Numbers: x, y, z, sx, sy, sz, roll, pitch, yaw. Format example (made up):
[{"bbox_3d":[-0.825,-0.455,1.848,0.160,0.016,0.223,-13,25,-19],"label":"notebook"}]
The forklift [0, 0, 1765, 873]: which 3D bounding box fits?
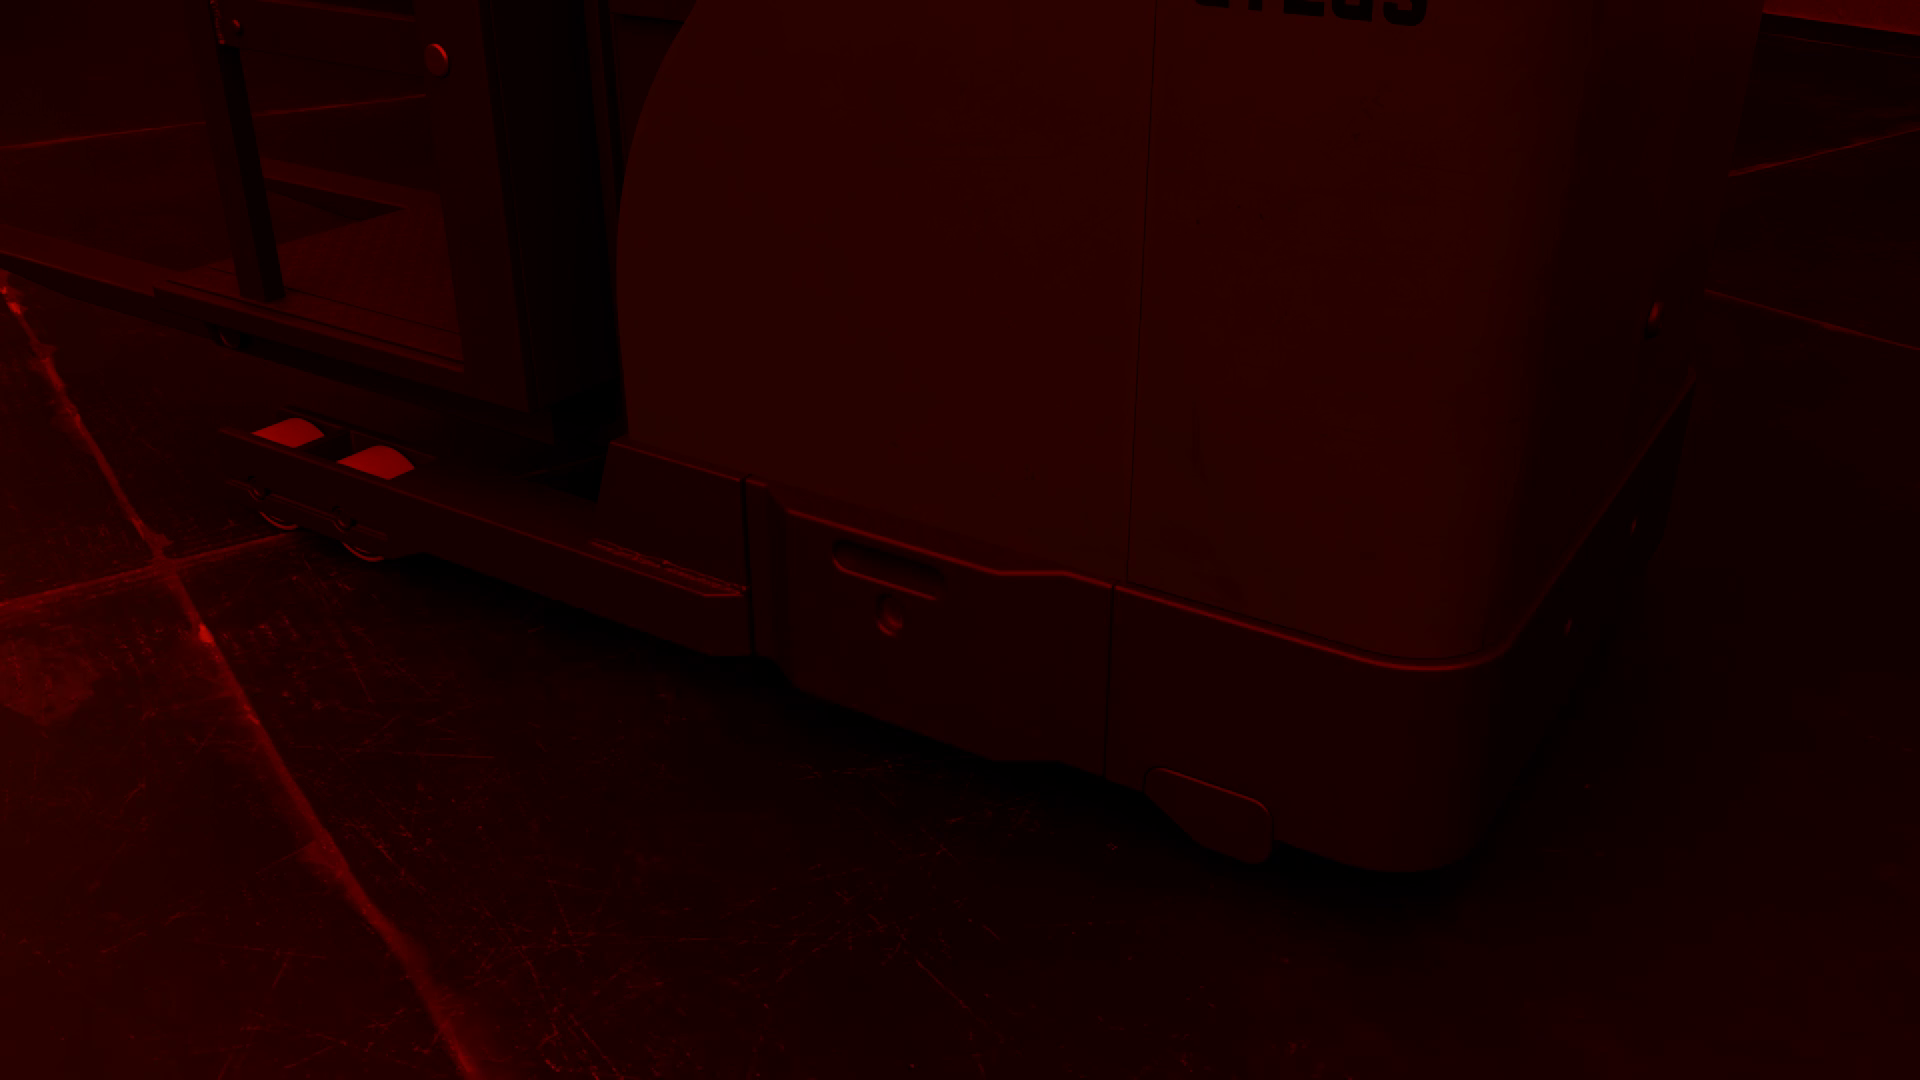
[{"bbox_3d":[-0.511,-1.459,2.139,3.031,2.935,1.130,16,31,29],"label":"forklift"}]
